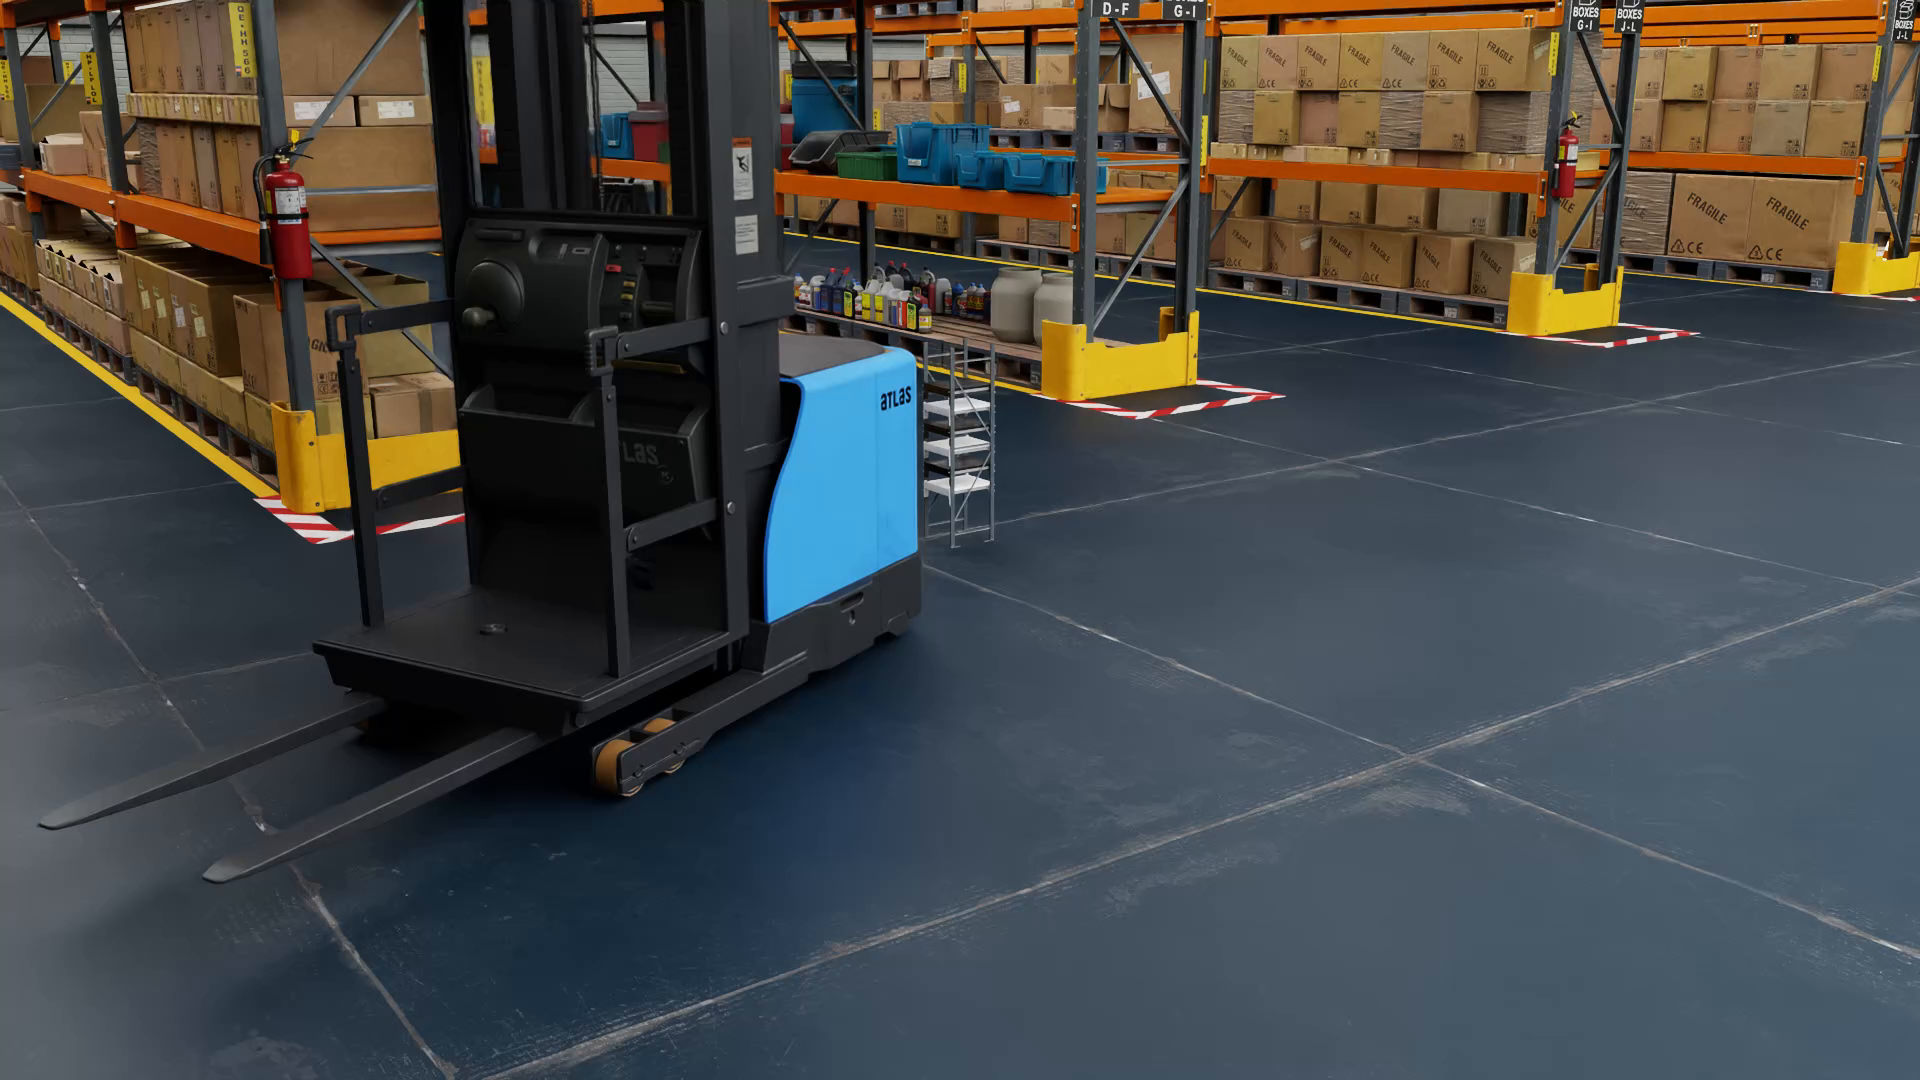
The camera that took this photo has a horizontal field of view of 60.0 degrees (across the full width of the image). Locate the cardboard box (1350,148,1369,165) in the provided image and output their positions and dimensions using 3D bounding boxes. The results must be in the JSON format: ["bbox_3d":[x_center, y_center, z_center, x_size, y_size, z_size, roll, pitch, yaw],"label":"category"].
[{"bbox_3d":[3.789,-3.511,15.200,0.380,0.149,0.250,-11,19,-35],"label":"cardboard box"}]

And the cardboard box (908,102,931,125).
[{"bbox_3d":[-0.302,-5.166,20.581,0.500,0.500,0.500,-11,19,-35],"label":"cardboard box"}]

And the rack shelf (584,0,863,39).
[{"bbox_3d":[-2.353,-4.848,15.287,1.077,0.370,4.000,-11,19,-35],"label":"rack shelf"}]

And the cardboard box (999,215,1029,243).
[{"bbox_3d":[0.888,-3.811,19.718,0.700,0.500,0.500,-12,19,-37],"label":"cardboard box"}]

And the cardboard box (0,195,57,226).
[{"bbox_3d":[-8.919,-3.168,15.949,0.500,0.250,0.500,-11,19,-36],"label":"cardboard box"}]

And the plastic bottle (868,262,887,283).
[{"bbox_3d":[-0.682,-2.140,13.899,0.144,0.351,0.185,-11,19,-35],"label":"plastic bottle"}]

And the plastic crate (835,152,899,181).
[{"bbox_3d":[-0.607,-2.885,12.837,0.450,0.188,0.662,-11,19,-35],"label":"plastic crate"}]

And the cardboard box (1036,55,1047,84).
[{"bbox_3d":[1.394,-7.388,26.242,0.500,0.500,0.500,-12,19,-36],"label":"cardboard box"}]

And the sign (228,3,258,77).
[{"bbox_3d":[-3.281,-2.290,7.620,0.100,0.325,0.005,-11,19,-35],"label":"sign"}]

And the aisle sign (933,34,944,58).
[{"bbox_3d":[-0.440,-8.623,28.477,0.394,0.787,0.004,-11,19,-35],"label":"aisle sign"}]

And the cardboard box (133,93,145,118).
[{"bbox_3d":[-5.037,-2.773,10.608,0.380,0.149,0.250,-11,19,-34],"label":"cardboard box"}]

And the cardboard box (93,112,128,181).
[{"bbox_3d":[-6.228,-2.987,12.619,0.500,0.500,0.500,-11,19,-34],"label":"cardboard box"}]

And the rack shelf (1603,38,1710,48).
[{"bbox_3d":[11.330,-8.780,29.655,1.077,0.370,4.000,-11,19,-35],"label":"rack shelf"}]

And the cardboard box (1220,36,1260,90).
[{"bbox_3d":[2.888,-4.628,16.157,0.500,0.500,0.500,-11,19,-35],"label":"cardboard box"}]

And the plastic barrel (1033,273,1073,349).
[{"bbox_3d":[0.726,-1.598,11.650,0.421,0.512,0.421,0,15,0],"label":"plastic barrel"}]

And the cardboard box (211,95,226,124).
[{"bbox_3d":[-3.819,-2.332,8.997,0.380,0.149,0.250,-10,18,-33],"label":"cardboard box"}]

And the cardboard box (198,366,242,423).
[{"bbox_3d":[-3.987,-0.855,9.432,0.500,0.250,0.500,-11,19,-35],"label":"cardboard box"}]

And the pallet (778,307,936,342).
[{"bbox_3d":[-0.816,-1.826,13.848,1.003,0.211,1.213,-11,19,-35],"label":"pallet"}]

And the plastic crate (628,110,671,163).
[{"bbox_3d":[-2.826,-3.813,15.706,0.402,0.464,0.583,-11,19,-35],"label":"plastic crate"}]

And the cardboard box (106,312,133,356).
[{"bbox_3d":[-5.664,-1.473,11.688,0.500,0.250,0.500,-11,19,-35],"label":"cardboard box"}]

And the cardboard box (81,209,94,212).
[{"bbox_3d":[-9.368,-3.207,17.513,0.500,0.500,0.500,-11,19,-35],"label":"cardboard box"}]

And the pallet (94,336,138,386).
[{"bbox_3d":[-5.651,-1.359,12.143,1.003,0.211,1.213,-11,19,-35],"label":"pallet"}]

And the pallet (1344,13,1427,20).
[{"bbox_3d":[5.630,-6.680,20.978,1.003,0.211,1.213,-10,18,-32],"label":"pallet"}]

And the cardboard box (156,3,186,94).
[{"bbox_3d":[-4.328,-2.918,9.910,0.700,0.500,0.500,-11,19,-35],"label":"cardboard box"}]

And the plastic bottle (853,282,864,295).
[{"bbox_3d":[-0.810,-1.915,13.224,0.097,0.271,0.097,0,15,0],"label":"plastic bottle"}]

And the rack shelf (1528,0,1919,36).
[{"bbox_3d":[8.077,-5.511,17.709,1.077,0.370,4.000,-11,19,-35],"label":"rack shelf"}]

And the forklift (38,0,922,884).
[{"bbox_3d":[-1.288,-0.801,4.949,1.130,2.935,3.031,8,17,27],"label":"forklift"}]

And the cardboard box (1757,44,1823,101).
[{"bbox_3d":[8.668,-4.766,16.976,0.875,0.550,0.550,-11,19,-35],"label":"cardboard box"}]

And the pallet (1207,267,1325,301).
[{"bbox_3d":[3.253,-2.607,16.701,1.003,0.211,1.213,-11,19,-35],"label":"pallet"}]

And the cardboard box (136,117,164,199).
[{"bbox_3d":[-4.920,-2.507,10.866,0.700,0.500,0.500,-11,19,-36],"label":"cardboard box"}]

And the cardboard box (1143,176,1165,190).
[{"bbox_3d":[3.048,-5.122,24.547,0.500,0.500,0.500,-10,18,-34],"label":"cardboard box"}]

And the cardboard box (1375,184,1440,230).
[{"bbox_3d":[5.899,-4.281,21.000,1.050,0.750,0.750,-11,19,-35],"label":"cardboard box"}]

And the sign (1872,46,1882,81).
[{"bbox_3d":[8.806,-4.575,15.969,0.100,0.325,0.005,-11,19,-35],"label":"sign"}]

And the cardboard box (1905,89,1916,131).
[{"bbox_3d":[11.791,-5.365,20.743,0.500,0.500,0.500,-11,19,-34],"label":"cardboard box"}]

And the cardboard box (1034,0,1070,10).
[{"bbox_3d":[1.159,-5.961,18.274,0.500,0.250,0.500,-10,18,-33],"label":"cardboard box"}]

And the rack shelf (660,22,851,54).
[{"bbox_3d":[-3.050,-7.325,24.338,1.077,0.370,4.000,-11,19,-35],"label":"rack shelf"}]

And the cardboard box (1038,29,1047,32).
[{"bbox_3d":[1.406,-8.092,26.062,0.500,0.250,0.500,-11,19,-35],"label":"cardboard box"}]

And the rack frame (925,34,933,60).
[{"bbox_3d":[-0.155,-7.401,28.933,1.000,3.000,0.127,-11,19,-35],"label":"rack frame"}]

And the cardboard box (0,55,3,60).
[{"bbox_3d":[-10.396,-4.860,17.566,0.500,0.500,0.500,-11,19,-34],"label":"cardboard box"}]

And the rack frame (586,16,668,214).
[{"bbox_3d":[-3.529,-4.175,17.149,1.000,3.000,0.127,-11,19,-35],"label":"rack frame"}]

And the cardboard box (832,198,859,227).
[{"bbox_3d":[-0.956,-4.652,22.119,1.225,0.875,0.875,-12,19,-36],"label":"cardboard box"}]

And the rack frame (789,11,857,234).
[{"bbox_3d":[-1.874,-5.798,23.078,1.000,3.000,0.127,-11,19,-35],"label":"rack frame"}]

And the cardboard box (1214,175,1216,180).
[{"bbox_3d":[3.629,-5.262,23.640,0.500,0.250,0.500,-11,19,-34],"label":"cardboard box"}]

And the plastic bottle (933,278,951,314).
[{"bbox_3d":[-0.170,-1.981,13.460,0.152,0.276,0.135,-10,18,-34],"label":"plastic bottle"}]

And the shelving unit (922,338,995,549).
[{"bbox_3d":[-0.005,-0.436,7.464,0.258,0.900,0.210,-11,19,-35],"label":"shelving unit"}]

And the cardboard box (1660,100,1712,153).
[{"bbox_3d":[8.084,-4.488,18.009,0.875,0.550,0.500,-11,19,-35],"label":"cardboard box"}]

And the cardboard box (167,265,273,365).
[{"bbox_3d":[-4.283,-1.323,9.722,0.500,0.500,0.500,-11,19,-35],"label":"cardboard box"}]

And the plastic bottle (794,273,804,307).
[{"bbox_3d":[-1.344,-2.081,13.833,0.097,0.271,0.097,0,15,0],"label":"plastic bottle"}]

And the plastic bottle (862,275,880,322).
[{"bbox_3d":[-0.677,-1.888,12.976,0.144,0.351,0.185,-11,19,-35],"label":"plastic bottle"}]

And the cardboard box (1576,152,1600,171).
[{"bbox_3d":[5.207,-3.212,14.107,0.380,0.149,0.250,-11,19,-35],"label":"cardboard box"}]

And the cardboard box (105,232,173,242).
[{"bbox_3d":[-7.031,-2.480,14.307,0.500,0.311,0.500,-10,18,-33],"label":"cardboard box"}]

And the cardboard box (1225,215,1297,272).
[{"bbox_3d":[3.032,-2.995,16.777,0.500,0.500,0.500,-12,19,-36],"label":"cardboard box"}]

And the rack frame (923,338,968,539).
[{"bbox_3d":[-0.065,-0.457,7.543,0.240,0.900,0.006,-11,19,-35],"label":"rack frame"}]

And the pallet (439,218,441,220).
[{"bbox_3d":[-7.779,-4.356,23.093,1.003,0.211,1.213,-11,19,-35],"label":"pallet"}]
